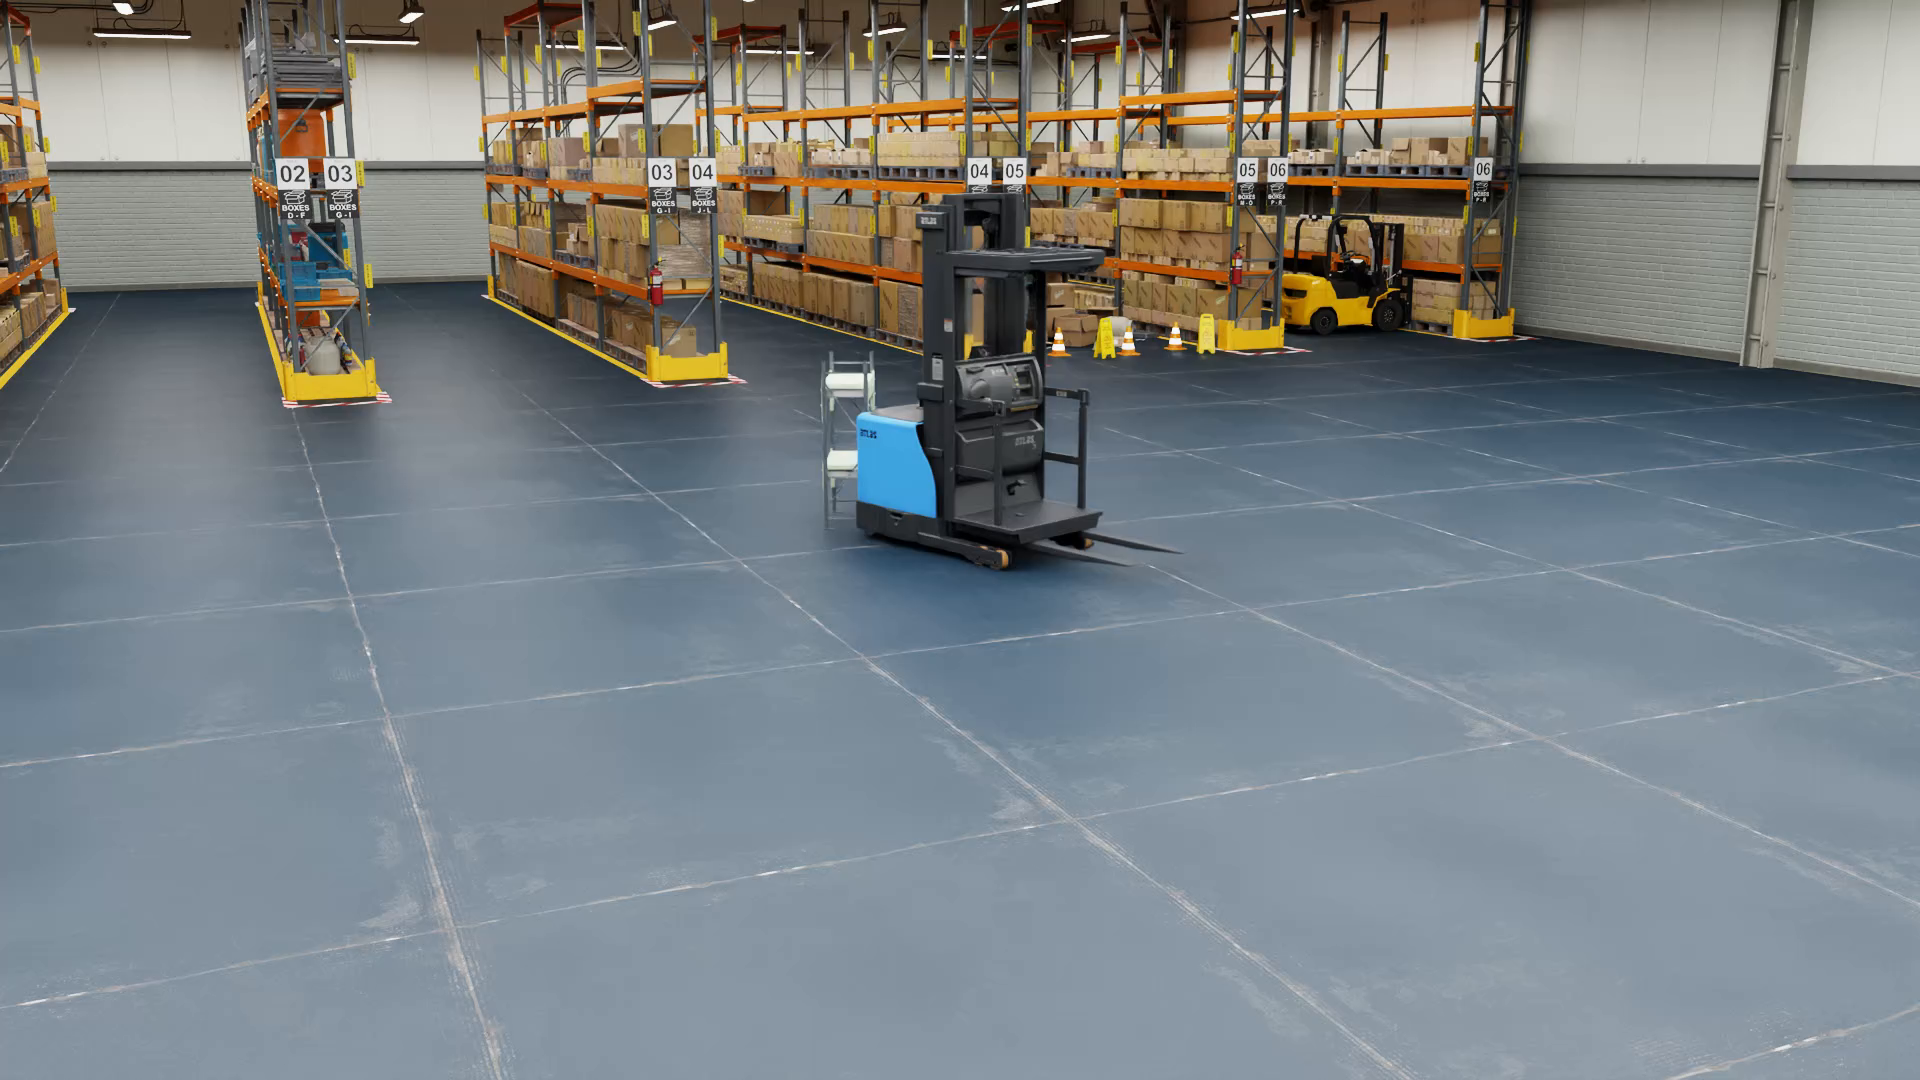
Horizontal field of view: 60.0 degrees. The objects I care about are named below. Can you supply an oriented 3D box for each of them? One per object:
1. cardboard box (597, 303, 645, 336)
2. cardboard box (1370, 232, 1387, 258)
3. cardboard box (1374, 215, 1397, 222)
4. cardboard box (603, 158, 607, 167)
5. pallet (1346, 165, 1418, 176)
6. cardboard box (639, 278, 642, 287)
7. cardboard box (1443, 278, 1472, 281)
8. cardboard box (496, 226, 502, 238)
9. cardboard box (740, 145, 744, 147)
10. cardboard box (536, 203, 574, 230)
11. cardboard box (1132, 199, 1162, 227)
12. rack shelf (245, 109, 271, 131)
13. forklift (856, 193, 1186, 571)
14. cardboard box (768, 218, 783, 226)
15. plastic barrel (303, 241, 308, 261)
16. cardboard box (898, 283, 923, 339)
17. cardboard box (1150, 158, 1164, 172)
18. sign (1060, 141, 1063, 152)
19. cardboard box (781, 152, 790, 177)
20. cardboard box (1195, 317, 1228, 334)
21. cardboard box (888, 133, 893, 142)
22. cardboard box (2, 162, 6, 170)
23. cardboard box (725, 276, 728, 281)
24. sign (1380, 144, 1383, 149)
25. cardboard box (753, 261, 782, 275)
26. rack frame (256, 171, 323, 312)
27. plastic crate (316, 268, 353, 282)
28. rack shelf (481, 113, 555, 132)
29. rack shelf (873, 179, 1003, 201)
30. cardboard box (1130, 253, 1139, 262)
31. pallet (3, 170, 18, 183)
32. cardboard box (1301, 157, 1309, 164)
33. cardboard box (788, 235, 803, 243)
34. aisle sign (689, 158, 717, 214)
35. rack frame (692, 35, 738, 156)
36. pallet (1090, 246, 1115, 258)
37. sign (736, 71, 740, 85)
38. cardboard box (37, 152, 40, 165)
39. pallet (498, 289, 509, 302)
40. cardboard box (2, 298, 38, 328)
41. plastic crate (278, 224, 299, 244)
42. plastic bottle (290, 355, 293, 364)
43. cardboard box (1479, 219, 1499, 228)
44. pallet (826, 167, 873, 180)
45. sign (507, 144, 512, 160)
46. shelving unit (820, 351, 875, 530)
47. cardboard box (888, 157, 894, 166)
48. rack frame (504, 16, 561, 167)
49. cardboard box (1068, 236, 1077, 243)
[{"bbox_3d":[-5.862,-3.817,28.779,0.700,0.500,0.500,-7,15,-27],"label":"cardboard box"},{"bbox_3d":[8.357,-5.759,32.379,0.500,0.500,0.500,-6,14,-24],"label":"cardboard box"},{"bbox_3d":[8.282,-6.242,32.366,0.380,0.149,0.250,-6,14,-24],"label":"cardboard box"},{"bbox_3d":[-5.529,-6.073,26.751,0.380,0.149,0.250,-6,14,-23],"label":"cardboard box"},{"bbox_3d":[8.356,-7.281,32.719,1.003,0.211,1.213,-6,14,-23],"label":"pallet"},{"bbox_3d":[-4.670,-3.935,25.277,0.380,0.149,0.250,-6,14,-23],"label":"cardboard box"},{"bbox_3d":[9.371,-4.781,31.325,0.500,0.250,0.500,-6,14,-23],"label":"cardboard box"},{"bbox_3d":[-10.086,-6.909,37.240,0.500,0.250,0.500,-6,14,-25],"label":"cardboard box"},{"bbox_3d":[-4.631,-8.638,36.727,0.380,0.149,0.250,-6,14,-25],"label":"cardboard box"},{"bbox_3d":[-8.049,-6.481,33.274,0.797,0.503,0.637,-5,14,-21],"label":"cardboard box"},{"bbox_3d":[3.606,-6.050,30.758,0.700,0.500,0.500,-6,14,-23],"label":"cardboard box"},{"bbox_3d":[-14.180,-8.688,34.434,1.077,0.370,4.000,-6,14,-23],"label":"rack shelf"},{"bbox_3d":[0.477,-1.313,13.544,1.130,2.935,3.031,-12,18,-42],"label":"forklift"},{"bbox_3d":[-3.785,-6.645,34.734,0.380,0.149,0.250,-5,14,-20],"label":"cardboard box"},{"bbox_3d":[-10.824,-4.769,28.023,0.433,0.535,0.433,0,13,0],"label":"plastic barrel"},{"bbox_3d":[-0.498,-3.966,28.636,0.875,0.875,0.875,-6,14,-23],"label":"cardboard box"},{"bbox_3d":[3.774,-6.794,30.094,0.500,0.250,0.500,-5,14,-22],"label":"cardboard box"},{"bbox_3d":[2.687,-10.354,43.861,0.100,0.325,0.005,-6,14,-23],"label":"sign"},{"bbox_3d":[-3.327,-7.653,33.909,0.500,0.500,0.500,-6,14,-23],"label":"cardboard box"},{"bbox_3d":[4.467,-3.773,29.188,0.500,0.250,0.500,-6,14,-23],"label":"cardboard box"},{"bbox_3d":[-1.012,-6.889,28.466,0.380,0.149,0.250,-6,14,-23],"label":"cardboard box"},{"bbox_3d":[-16.726,-6.327,28.180,0.910,0.500,0.500,-6,14,-23],"label":"cardboard box"},{"bbox_3d":[-5.303,-6.162,39.073,0.380,0.149,0.250,-5,14,-20],"label":"cardboard box"},{"bbox_3d":[8.499,-7.838,33.611,0.100,0.325,0.005,-6,14,-23],"label":"sign"},{"bbox_3d":[-4.201,-5.948,36.364,0.500,0.250,0.500,-6,14,-25],"label":"cardboard box"},{"bbox_3d":[-13.379,-5.897,33.199,1.000,3.000,0.127,-6,14,-23],"label":"rack frame"},{"bbox_3d":[-9.482,-3.968,25.192,0.499,0.251,0.616,-6,14,-23],"label":"plastic crate"},{"bbox_3d":[-9.642,-9.135,36.367,1.077,0.370,4.000,-6,14,-23],"label":"rack shelf"},{"bbox_3d":[-0.250,-5.817,27.793,1.077,0.370,4.000,-6,14,-23],"label":"rack shelf"},{"bbox_3d":[3.425,-5.323,31.274,0.380,0.149,0.250,-5,14,-21],"label":"cardboard box"},{"bbox_3d":[-15.963,-5.862,26.810,1.213,0.211,1.003,-5,14,-20],"label":"pallet"},{"bbox_3d":[7.272,-7.828,34.293,0.380,0.149,0.250,-6,14,-23],"label":"cardboard box"},{"bbox_3d":[-3.272,-6.088,33.648,0.380,0.149,0.250,-5,14,-22],"label":"cardboard box"},{"bbox_3d":[-3.734,-5.146,24.188,0.394,0.787,0.004,-6,14,-23],"label":"aisle sign"},{"bbox_3d":[-5.858,-10.521,39.871,1.000,3.000,0.127,-6,14,-23],"label":"rack frame"},{"bbox_3d":[3.271,-5.665,32.618,1.003,0.211,1.213,-6,14,-23],"label":"pallet"},{"bbox_3d":[-5.341,-11.099,39.946,0.100,0.325,0.005,-6,14,-23],"label":"sign"},{"bbox_3d":[-18.684,-7.619,33.209,0.500,0.250,0.500,-6,14,-23],"label":"cardboard box"},{"bbox_3d":[-10.051,-5.655,38.333,1.003,0.211,1.213,-6,14,-23],"label":"pallet"},{"bbox_3d":[-16.862,-4.060,29.827,0.500,0.500,0.500,-6,14,-25],"label":"cardboard box"},{"bbox_3d":[-14.676,-6.718,36.533,0.616,0.435,0.499,-6,14,-23],"label":"plastic crate"},{"bbox_3d":[-9.709,-2.609,24.221,0.097,0.201,0.097,0,13,0],"label":"plastic bottle"},{"bbox_3d":[9.654,-5.808,30.493,0.380,0.149,0.250,-6,14,-24],"label":"cardboard box"},{"bbox_3d":[-1.896,-6.956,31.538,1.003,0.211,1.213,-5,14,-20],"label":"pallet"},{"bbox_3d":[-9.348,-8.046,34.508,0.100,0.325,0.005,-6,14,-23],"label":"sign"},{"bbox_3d":[-0.997,-0.907,14.962,0.431,1.500,0.755,0,13,1],"label":"shelving unit"},{"bbox_3d":[-1.012,-6.500,28.556,0.380,0.149,0.250,-6,14,-23],"label":"cardboard box"},{"bbox_3d":[-8.840,-9.268,34.455,1.000,3.000,0.127,-6,14,-23],"label":"rack frame"},{"bbox_3d":[2.405,-6.073,33.585,0.380,0.149,0.250,-5,14,-21],"label":"cardboard box"}]
